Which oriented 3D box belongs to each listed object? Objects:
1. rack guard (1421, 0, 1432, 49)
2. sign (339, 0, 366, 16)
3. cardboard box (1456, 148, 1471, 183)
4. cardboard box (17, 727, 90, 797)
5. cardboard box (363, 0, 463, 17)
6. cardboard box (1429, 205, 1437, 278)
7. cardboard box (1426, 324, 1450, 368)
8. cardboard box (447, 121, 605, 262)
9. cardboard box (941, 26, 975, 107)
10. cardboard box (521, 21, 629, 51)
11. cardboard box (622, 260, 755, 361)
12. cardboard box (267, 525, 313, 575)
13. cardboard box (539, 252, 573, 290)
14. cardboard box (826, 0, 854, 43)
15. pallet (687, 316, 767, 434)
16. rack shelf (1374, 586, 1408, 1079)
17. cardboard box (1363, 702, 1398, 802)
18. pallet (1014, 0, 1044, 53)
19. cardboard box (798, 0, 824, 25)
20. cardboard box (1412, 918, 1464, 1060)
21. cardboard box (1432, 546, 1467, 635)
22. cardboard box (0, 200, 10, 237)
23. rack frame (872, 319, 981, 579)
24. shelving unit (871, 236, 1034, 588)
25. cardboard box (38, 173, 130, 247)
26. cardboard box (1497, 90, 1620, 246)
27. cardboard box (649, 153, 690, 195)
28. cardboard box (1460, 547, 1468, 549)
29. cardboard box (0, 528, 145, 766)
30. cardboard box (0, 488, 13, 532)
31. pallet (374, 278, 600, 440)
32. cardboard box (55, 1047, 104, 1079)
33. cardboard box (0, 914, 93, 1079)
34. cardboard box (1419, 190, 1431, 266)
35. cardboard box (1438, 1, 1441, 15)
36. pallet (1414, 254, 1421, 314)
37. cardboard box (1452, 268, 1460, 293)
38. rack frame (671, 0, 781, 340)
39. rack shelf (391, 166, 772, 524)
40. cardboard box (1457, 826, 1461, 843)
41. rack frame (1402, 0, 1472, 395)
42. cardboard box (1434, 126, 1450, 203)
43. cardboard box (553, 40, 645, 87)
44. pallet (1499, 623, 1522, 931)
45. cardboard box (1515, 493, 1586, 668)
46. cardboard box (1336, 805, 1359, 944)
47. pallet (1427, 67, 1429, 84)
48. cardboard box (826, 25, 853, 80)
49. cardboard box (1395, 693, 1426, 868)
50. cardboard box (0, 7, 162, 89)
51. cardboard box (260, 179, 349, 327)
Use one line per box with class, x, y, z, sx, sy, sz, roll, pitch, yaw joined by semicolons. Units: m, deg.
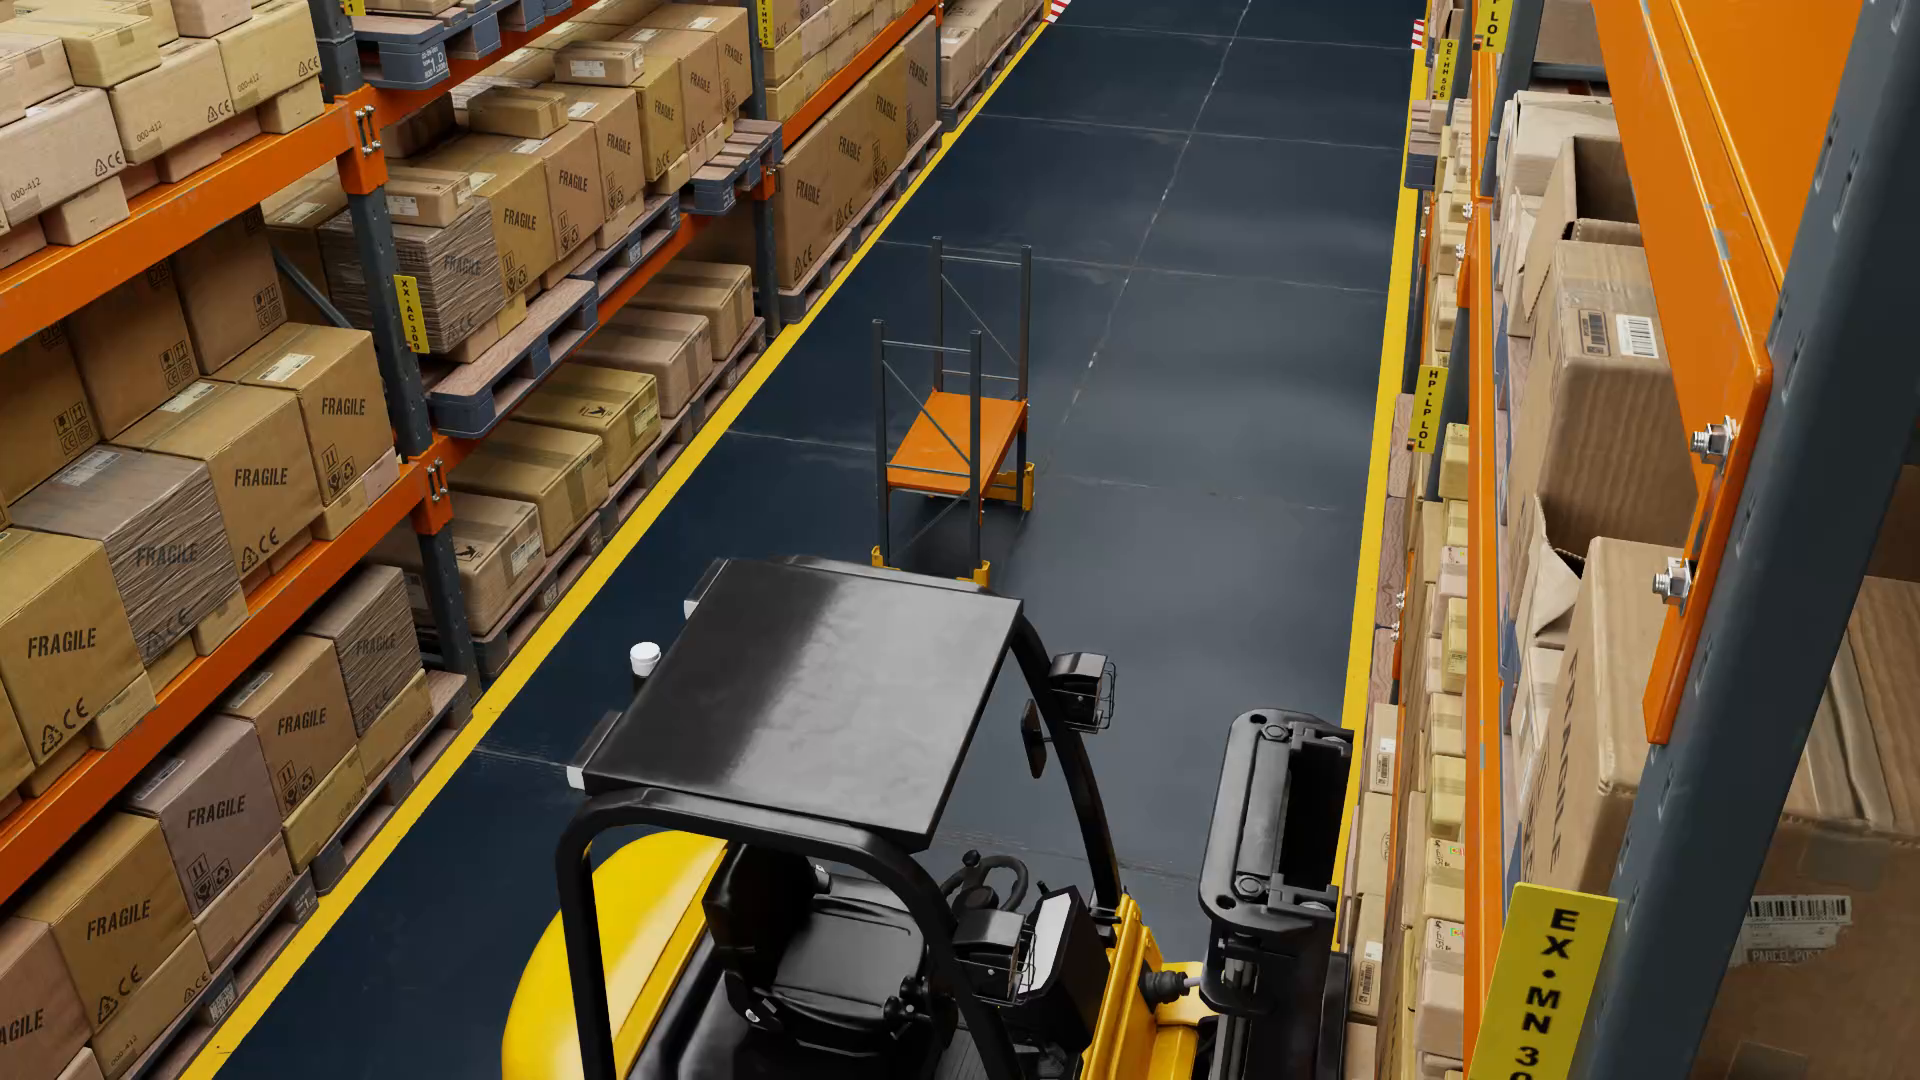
rack guard;5.142;-5.050;16.227;1.175;0.500;0.348;8;33;12
sign;-2.160;-2.005;5.830;0.100;0.325;0.005;8;33;12
cardboard box;2.604;-1.770;8.041;0.380;0.149;0.250;8;33;13
cardboard box;-2.973;0.641;5.180;0.380;0.149;0.250;7;33;11
cardboard box;-2.150;-2.219;6.397;0.500;0.250;0.500;7;33;11
cardboard box;2.649;-1.472;8.409;0.500;0.250;0.500;7;33;11
cardboard box;2.116;-0.622;6.607;0.500;0.250;0.500;7;33;11
cardboard box;-2.025;-1.655;7.795;0.500;0.500;0.500;8;33;12
cardboard box;-0.393;-4.149;14.478;0.875;0.438;0.875;8;33;12
cardboard box;-2.135;-2.538;9.185;0.500;0.500;0.500;10;34;15
cardboard box;-1.824;-1.443;10.282;0.950;0.372;0.625;6;33;9
cardboard box;-2.672;-0.021;6.222;0.380;0.149;0.250;8;33;13
cardboard box;-2.065;-1.319;7.872;0.380;0.149;0.250;9;33;13
cardboard box;-1.033;-3.569;11.241;0.500;0.250;0.500;8;33;12
pallet;-1.871;-1.084;10.259;1.003;0.211;1.213;8;33;12
rack shelf;1.608;1.424;4.384;1.077;0.370;4.000;8;33;12
cardboard box;1.689;0.853;5.853;0.500;0.250;0.500;8;33;12
pallet;0.232;-5.216;16.757;1.003;0.211;1.213;8;33;12
cardboard box;-1.193;-3.612;10.611;0.500;0.500;0.500;8;33;13
cardboard box;1.154;0.962;3.466;0.380;0.149;0.250;9;33;14
cardboard box;1.548;0.168;4.715;0.380;0.149;0.250;9;33;13
cardboard box;-2.923;-0.862;4.377;0.500;0.250;0.500;9;33;13
rack frame;-0.151;-0.325;7.863;0.500;1.500;0.032;8;33;12
shelving unit;-0.019;-0.593;8.285;0.587;1.500;1.083;8;33;12
cardboard box;-2.747;-1.013;4.986;0.380;0.149;0.250;9;34;14
cardboard box;1.669;-0.966;4.276;0.500;0.311;0.500;9;33;13
cardboard box;-1.674;-1.976;8.904;0.380;0.149;0.250;9;33;13
cardboard box;1.677;0.170;4.988;0.380;0.149;0.250;8;33;12
cardboard box;-2.936;0.310;5.095;0.500;0.500;0.500;7;33;11
cardboard box;-3.357;-0.180;4.934;0.700;0.500;0.500;8;33;12
pallet;-2.352;-0.887;7.528;1.003;0.211;1.213;8;33;12
cardboard box;-3.093;1.823;5.258;0.500;0.250;0.500;9;34;14
cardboard box;-3.096;1.486;5.089;0.500;0.500;0.500;7;33;11
cardboard box;3.411;-2.166;11.300;0.500;0.500;0.500;7;33;11
cardboard box;3.422;-3.520;11.225;0.396;0.266;0.258;10;34;15
pallet;3.668;-1.829;11.431;1.003;0.211;1.213;8;33;12
cardboard box;2.214;-0.979;6.795;0.380;0.149;0.250;7;33;11
rack frame;-1.671;-2.667;10.149;1.000;3.000;0.127;8;33;12
rack shelf;-2.179;-1.325;8.709;1.077;0.370;4.000;8;33;12
cardboard box;1.370;0.838;3.937;0.380;0.149;0.250;8;33;12
rack frame;3.131;-1.993;9.089;1.000;3.000;0.127;8;33;12
cardboard box;2.758;-1.947;8.690;0.500;0.250;0.500;8;33;12
cardboard box;-1.814;-2.398;8.359;0.380;0.149;0.250;6;33;10
pallet;1.305;0.567;2.349;1.003;0.211;1.213;8;33;12
cardboard box;1.081;0.127;2.599;0.396;0.266;0.258;8;33;13
cardboard box;1.673;1.272;6.124;0.500;0.250;0.500;8;33;13
pallet;4.940;-4.514;15.654;1.003;0.211;1.213;8;33;12
cardboard box;-1.052;-3.363;11.384;0.500;0.250;0.500;9;34;14
cardboard box;1.507;0.771;4.648;0.500;0.500;0.500;8;33;12
cardboard box;-2.639;-1.472;4.965;0.380;0.149;0.250;9;34;14
cardboard box;-2.791;-1.207;7.090;0.500;0.500;0.500;7;33;11
